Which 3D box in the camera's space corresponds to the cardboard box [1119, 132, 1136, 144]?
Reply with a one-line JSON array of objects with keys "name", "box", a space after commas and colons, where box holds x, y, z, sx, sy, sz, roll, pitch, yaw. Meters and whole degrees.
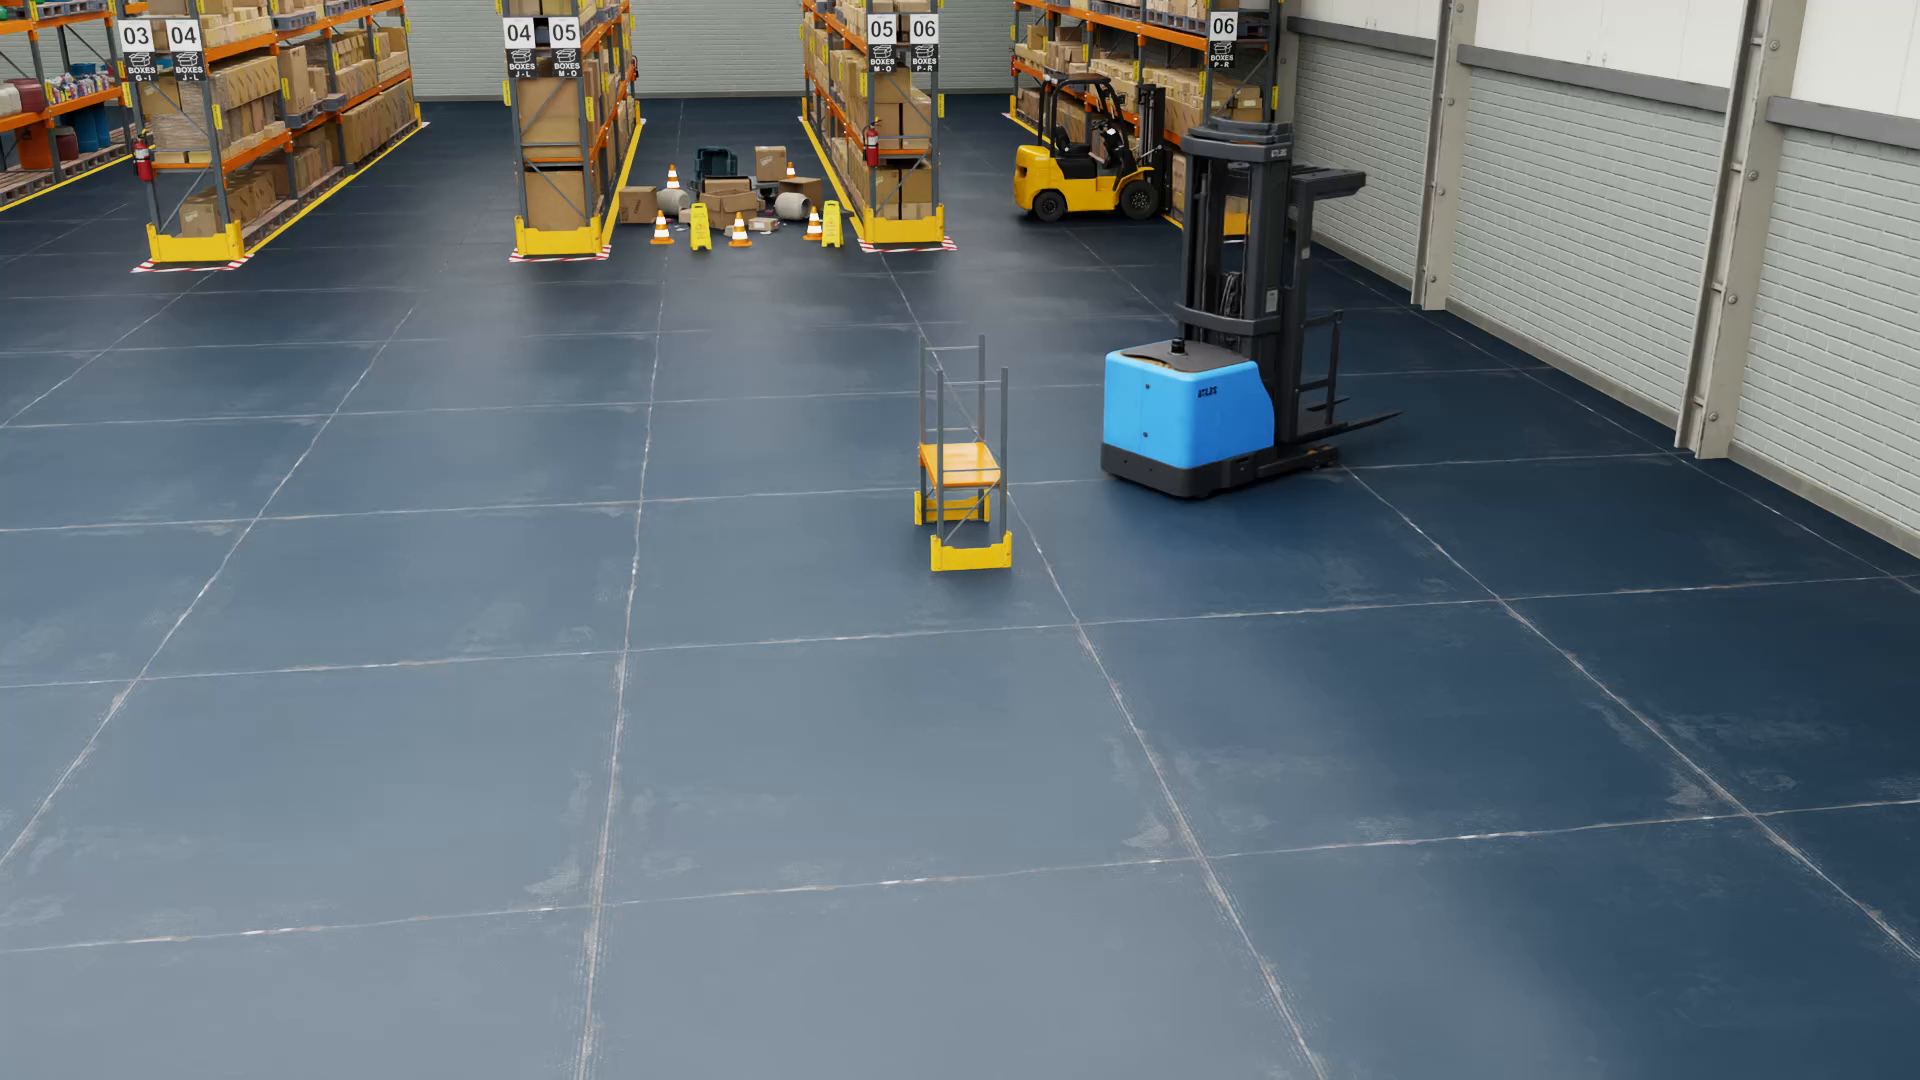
[{"name": "cardboard box", "box": [3.326, -6.981, 29.914, 0.875, 0.625, 0.625, -3, 21, -8]}]

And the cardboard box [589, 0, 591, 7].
[{"name": "cardboard box", "box": [-5.811, -8.123, 24.938, 0.500, 0.250, 0.500, -3, 21, -8]}]

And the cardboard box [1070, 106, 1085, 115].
[{"name": "cardboard box", "box": [2.455, -8.781, 33.984, 0.380, 0.149, 0.250, -4, 21, -10]}]

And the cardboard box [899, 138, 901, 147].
[{"name": "cardboard box", "box": [-0.713, -5.908, 24.607, 0.380, 0.149, 0.250, -3, 21, -7]}]

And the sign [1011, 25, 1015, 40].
[{"name": "sign", "box": [1.250, -11.980, 39.269, 0.100, 0.325, 0.005, -3, 21, -8]}]

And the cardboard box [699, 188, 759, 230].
[{"name": "cardboard box", "box": [-3.577, -5.122, 25.711, 0.637, 0.503, 0.797, 17, 27, 39]}]

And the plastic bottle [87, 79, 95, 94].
[{"name": "plastic bottle", "box": [-16.754, -8.737, 31.998, 0.152, 0.276, 0.135, -3, 21, -8]}]

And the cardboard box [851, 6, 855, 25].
[{"name": "cardboard box", "box": [-1.384, -7.977, 25.289, 0.500, 0.250, 0.500, -3, 21, -7]}]

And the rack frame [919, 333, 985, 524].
[{"name": "rack frame", "box": [-0.061, -0.849, 12.846, 0.500, 1.500, 0.032, -3, 21, -8]}]

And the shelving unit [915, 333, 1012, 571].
[{"name": "shelving unit", "box": [0.011, -0.676, 12.383, 0.587, 1.500, 1.083, -3, 21, -8]}]

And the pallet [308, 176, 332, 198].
[{"name": "pallet", "box": [-11.494, -6.083, 28.700, 1.003, 0.211, 1.213, -3, 21, -8]}]

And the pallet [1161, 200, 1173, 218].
[{"name": "pallet", "box": [3.769, -5.441, 26.981, 1.003, 0.211, 1.213, -3, 21, -8]}]

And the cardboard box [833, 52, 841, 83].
[{"name": "cardboard box", "box": [-2.053, -8.616, 30.330, 0.500, 0.500, 0.500, -2, 21, -5]}]

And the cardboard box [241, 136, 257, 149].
[{"name": "cardboard box", "box": [-10.550, -5.828, 24.393, 0.380, 0.149, 0.250, -3, 21, -8]}]

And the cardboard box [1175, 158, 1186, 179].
[{"name": "cardboard box", "box": [3.639, -5.760, 25.751, 0.500, 0.250, 0.500, -3, 21, -7]}]

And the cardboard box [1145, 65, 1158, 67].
[{"name": "cardboard box", "box": [3.428, -8.550, 30.252, 0.380, 0.149, 0.250, -2, 21, -6]}]

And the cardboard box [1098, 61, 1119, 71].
[{"name": "cardboard box", "box": [2.797, -8.878, 31.129, 0.380, 0.149, 0.250, -2, 21, -6]}]

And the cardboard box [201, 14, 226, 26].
[{"name": "cardboard box", "box": [-10.535, -7.298, 23.326, 0.380, 0.149, 0.250, -3, 21, -8]}]

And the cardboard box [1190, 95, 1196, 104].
[{"name": "cardboard box", "box": [3.723, -6.699, 25.296, 0.380, 0.149, 0.250, -3, 21, -7]}]

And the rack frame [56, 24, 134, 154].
[{"name": "rack frame", "box": [-17.256, -9.216, 33.105, 1.000, 3.000, 0.127, -3, 21, -8]}]

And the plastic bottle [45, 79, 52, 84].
[{"name": "plastic bottle", "box": [-17.432, -8.658, 31.787, 0.152, 0.276, 0.135, -3, 21, -8]}]

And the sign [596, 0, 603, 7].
[{"name": "sign", "box": [-5.729, -8.624, 26.381, 0.100, 0.325, 0.005, -3, 21, -8]}]

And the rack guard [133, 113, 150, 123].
[{"name": "rack guard", "box": [-17.849, -9.438, 37.270, 1.175, 0.500, 0.348, -3, 21, -8]}]

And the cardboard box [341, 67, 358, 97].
[{"name": "cardboard box", "box": [-11.733, -8.666, 31.487, 0.500, 0.500, 0.500, -3, 21, -9]}]

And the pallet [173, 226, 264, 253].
[{"name": "pallet", "box": [-10.718, -4.314, 23.966, 1.003, 0.211, 1.213, -3, 21, -8]}]

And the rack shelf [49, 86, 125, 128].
[{"name": "rack shelf", "box": [-16.967, -8.187, 31.376, 1.077, 0.370, 4.000, -3, 21, -8]}]

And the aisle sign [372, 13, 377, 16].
[{"name": "aisle sign", "box": [-13.238, -12.079, 37.053, 0.394, 0.787, 0.004, -3, 21, -8]}]

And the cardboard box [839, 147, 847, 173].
[{"name": "cardboard box", "box": [-1.682, -6.833, 29.878, 0.950, 0.372, 0.625, -2, 21, -6]}]

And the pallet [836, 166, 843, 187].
[{"name": "pallet", "box": [-1.688, -6.582, 30.038, 1.003, 0.211, 1.213, -3, 21, -8]}]

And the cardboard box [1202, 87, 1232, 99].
[{"name": "cardboard box", "box": [3.833, -6.666, 24.782, 0.380, 0.149, 0.250, -3, 21, -8]}]

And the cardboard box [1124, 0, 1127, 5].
[{"name": "cardboard box", "box": [3.058, -9.344, 28.776, 0.380, 0.149, 0.250, -3, 21, -8]}]

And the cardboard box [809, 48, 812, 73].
[{"name": "cardboard box", "box": [-3.034, -10.512, 36.430, 0.500, 0.500, 0.500, -3, 21, -9]}]

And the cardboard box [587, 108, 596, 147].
[{"name": "cardboard box", "box": [-5.858, -6.112, 24.580, 0.875, 0.550, 0.550, -3, 21, -8]}]

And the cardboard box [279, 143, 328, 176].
[{"name": "cardboard box", "box": [-11.569, -6.694, 29.295, 0.700, 0.500, 0.500, -5, 21, -12]}]

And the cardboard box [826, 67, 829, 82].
[{"name": "cardboard box", "box": [-2.293, -8.900, 31.757, 0.500, 0.250, 0.500, -3, 21, -8]}]

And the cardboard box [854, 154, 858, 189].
[{"name": "cardboard box", "box": [-1.415, -5.874, 26.413, 0.500, 0.500, 0.500, -2, 21, -5]}]

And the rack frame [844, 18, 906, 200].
[{"name": "rack frame", "box": [-1.395, -7.196, 27.696, 1.000, 3.000, 0.127, -3, 21, -8]}]

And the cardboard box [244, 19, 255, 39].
[{"name": "cardboard box", "box": [-10.733, -7.529, 24.514, 0.500, 0.250, 0.500, -3, 21, -8]}]

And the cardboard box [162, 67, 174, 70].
[{"name": "cardboard box", "box": [-11.096, -6.490, 23.808, 0.500, 0.500, 0.500, -3, 21, -8]}]

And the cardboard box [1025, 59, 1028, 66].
[{"name": "cardboard box", "box": [1.699, -10.908, 37.995, 0.380, 0.149, 0.250, -4, 21, -9]}]

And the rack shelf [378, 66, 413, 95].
[{"name": "rack shelf", "box": [-12.643, -9.821, 35.753, 1.077, 0.370, 4.000, -3, 21, -8]}]

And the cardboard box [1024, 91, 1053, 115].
[{"name": "cardboard box", "box": [1.866, -10.114, 38.480, 0.700, 0.500, 0.500, -2, 21, -6]}]

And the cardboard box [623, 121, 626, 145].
[{"name": "cardboard box", "box": [-6.932, -8.108, 33.110, 0.500, 0.500, 0.500, -3, 21, -9]}]

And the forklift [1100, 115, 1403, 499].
[{"name": "forklift", "box": [2.668, -2.109, 14.174, 3.031, 2.935, 1.130, -15, 25, -35]}]

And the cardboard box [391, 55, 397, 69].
[{"name": "cardboard box", "box": [-12.373, -10.234, 35.618, 0.500, 0.250, 0.500, -3, 21, -8]}]

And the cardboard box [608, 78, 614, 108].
[{"name": "cardboard box", "box": [-6.382, -7.855, 29.317, 0.500, 0.500, 0.500, -3, 21, -9]}]

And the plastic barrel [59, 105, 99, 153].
[{"name": "plastic barrel", "box": [-17.092, -7.996, 32.235, 0.600, 0.901, 0.708, -3, 21, -8]}]

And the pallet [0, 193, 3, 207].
[{"name": "pallet", "box": [-16.254, -5.410, 26.899, 1.003, 0.211, 1.213, -3, 21, -8]}]

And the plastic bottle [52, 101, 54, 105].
[{"name": "plastic bottle", "box": [-16.411, -7.979, 29.975, 0.097, 0.271, 0.097, 0, 20, 0]}]

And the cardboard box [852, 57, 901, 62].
[{"name": "cardboard box", "box": [-1.283, -7.158, 25.597, 0.700, 0.500, 0.500, -3, 21, -8]}]

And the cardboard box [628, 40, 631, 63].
[{"name": "cardboard box", "box": [-7.537, -10.756, 36.659, 0.500, 0.500, 0.500, -3, 21, -8]}]

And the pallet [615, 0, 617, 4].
[{"name": "pallet", "box": [-7.296, -10.420, 32.310, 1.213, 0.211, 1.003, -3, 21, -8]}]
